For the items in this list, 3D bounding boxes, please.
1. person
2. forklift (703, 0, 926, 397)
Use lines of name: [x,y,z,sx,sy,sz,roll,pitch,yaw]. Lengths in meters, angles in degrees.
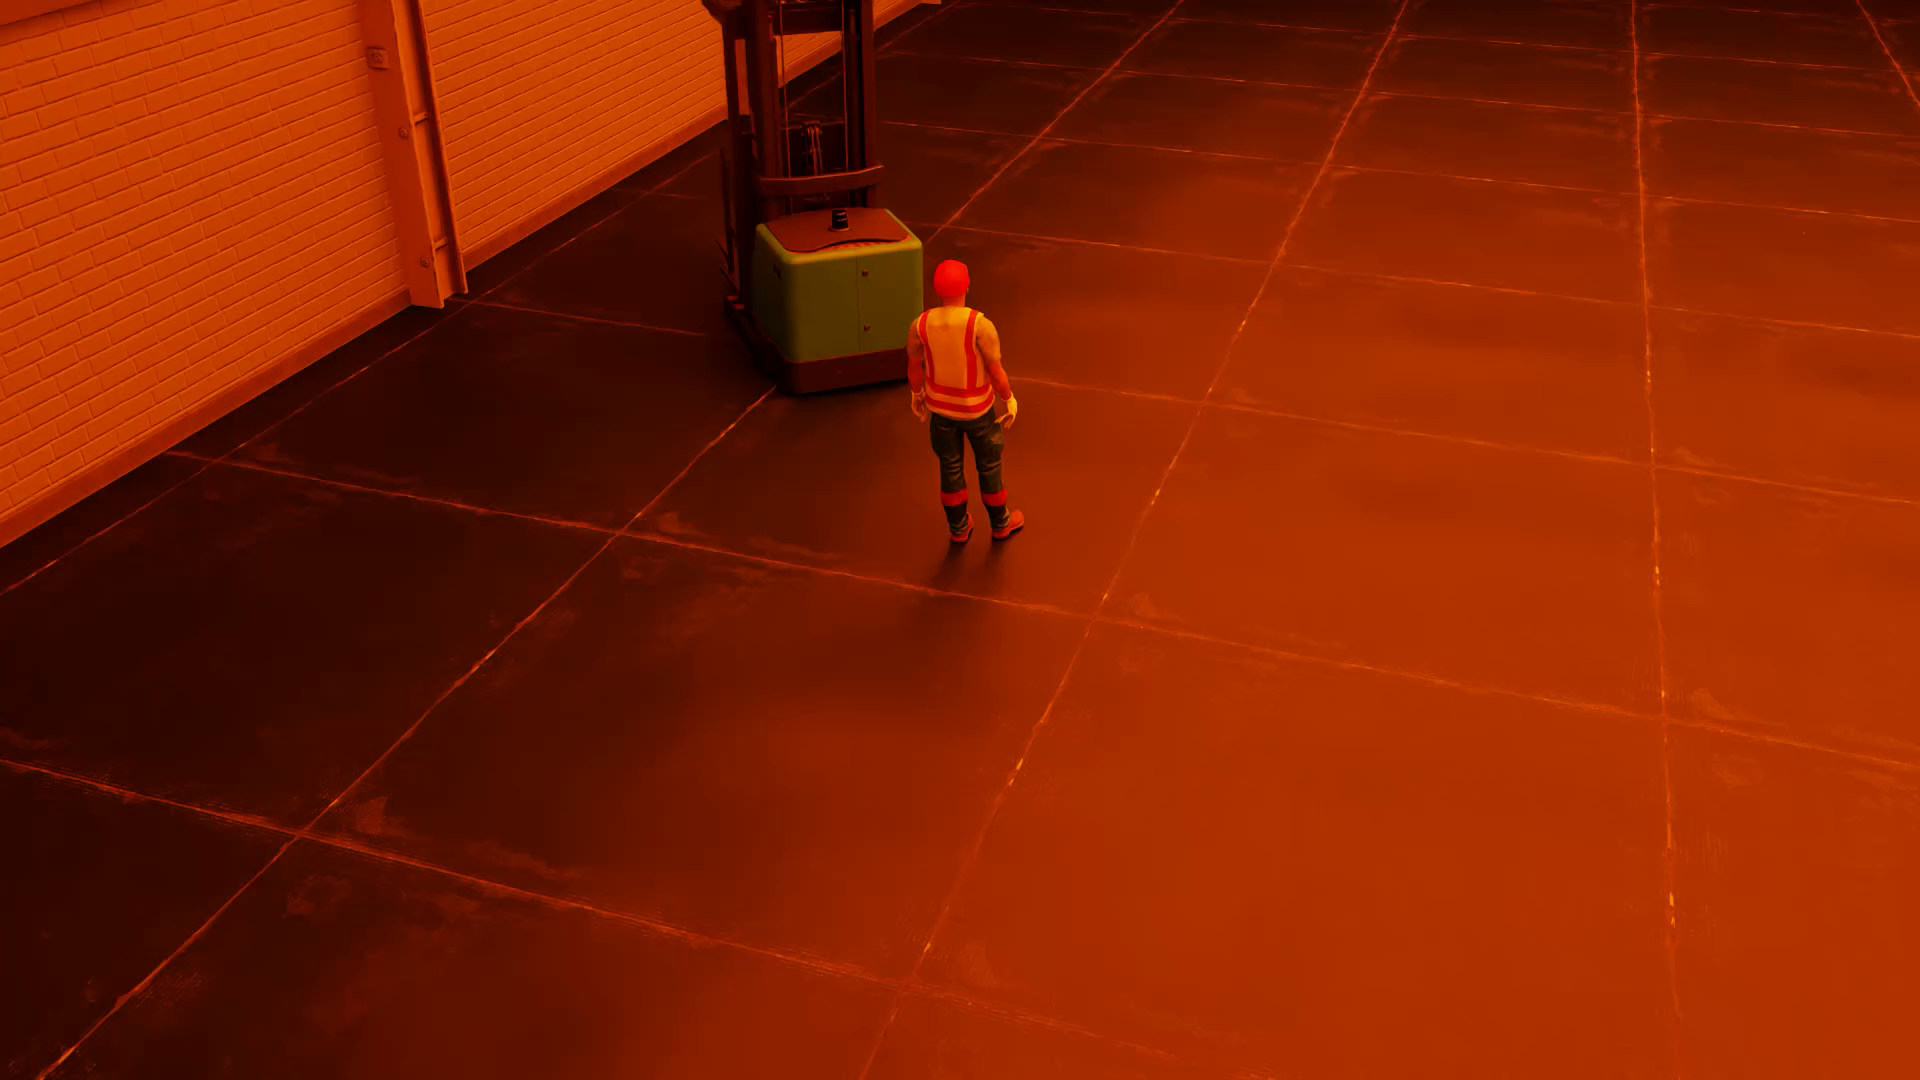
person: [0.038,-0.820,9.712,0.637,1.790,0.562,10,31,16]
forklift: [-1.219,-3.000,12.399,1.130,2.935,3.031,-10,31,-18]
